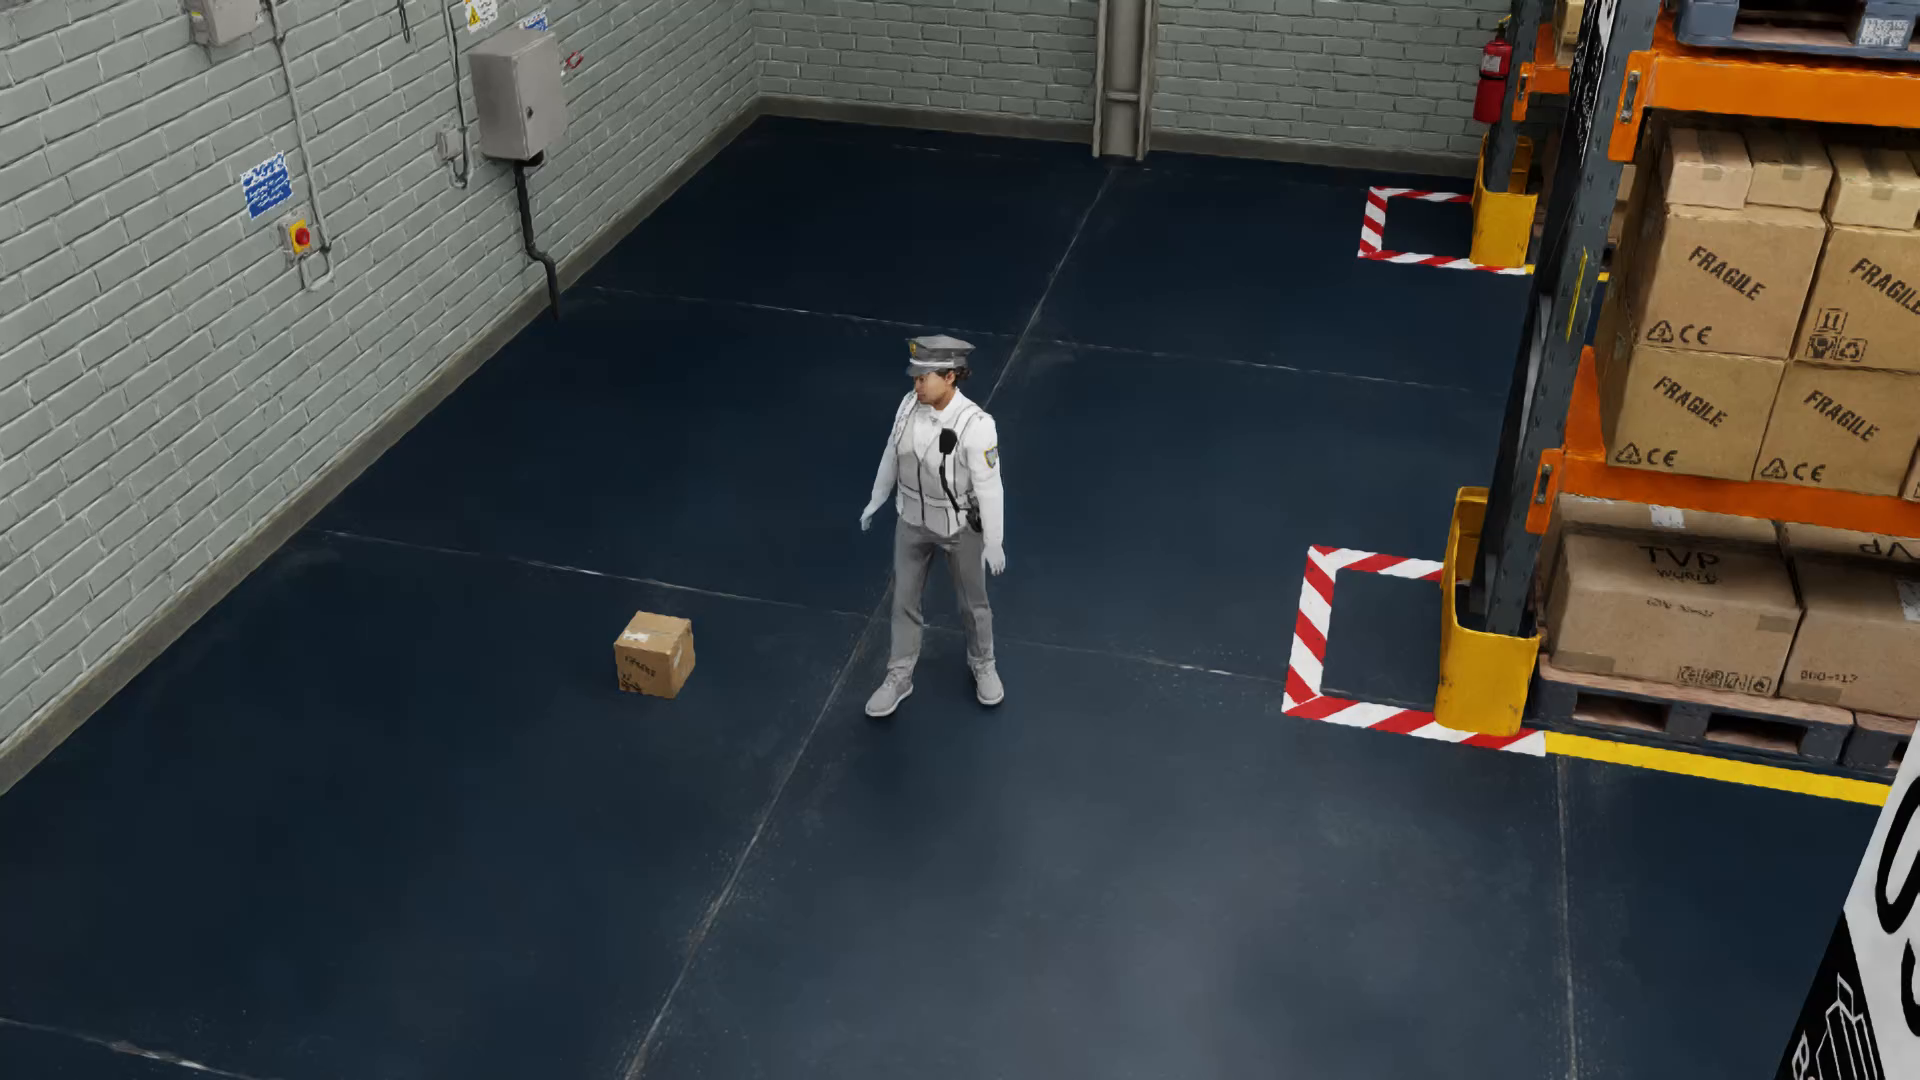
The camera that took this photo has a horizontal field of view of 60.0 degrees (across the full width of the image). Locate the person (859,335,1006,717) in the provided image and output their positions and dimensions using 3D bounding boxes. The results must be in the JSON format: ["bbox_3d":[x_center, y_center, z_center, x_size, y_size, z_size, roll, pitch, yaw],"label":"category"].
[{"bbox_3d":[-0.139,-0.044,6.657,0.658,1.672,0.589,18,37,26],"label":"person"}]
